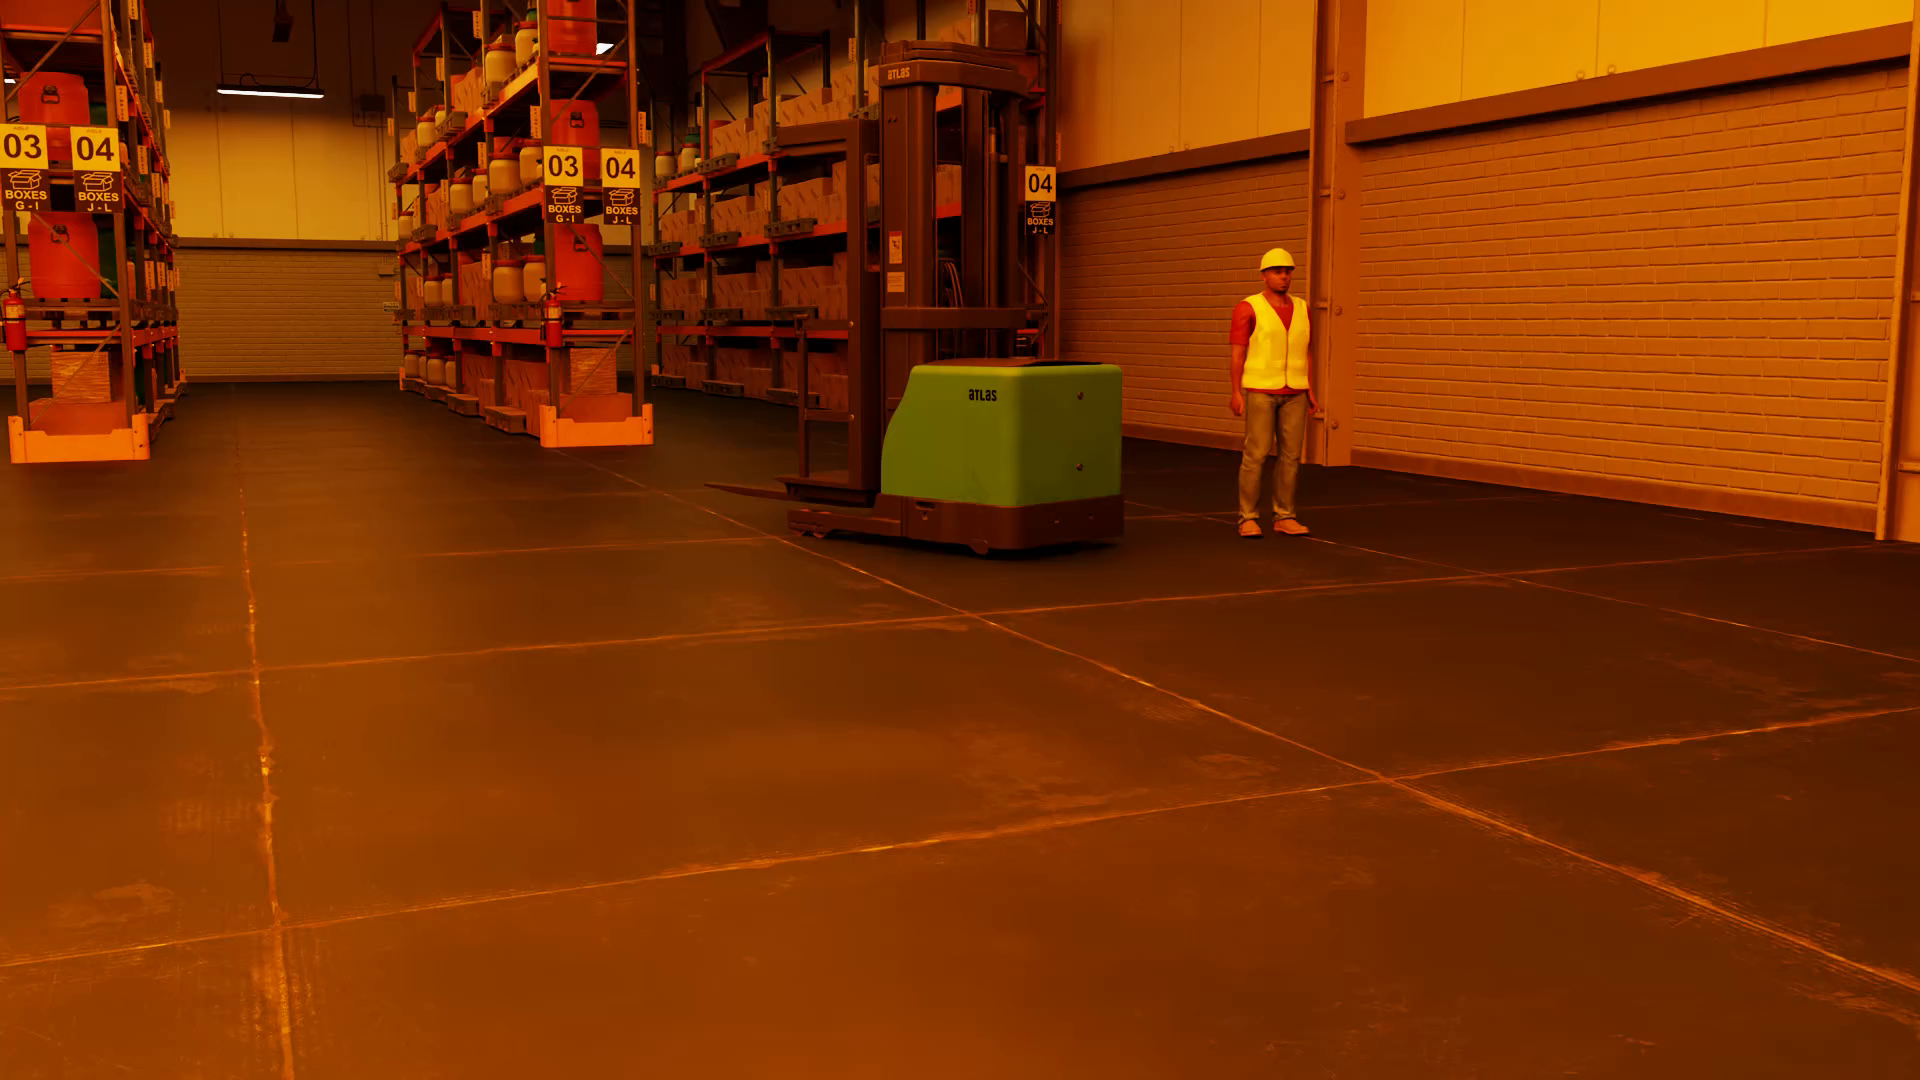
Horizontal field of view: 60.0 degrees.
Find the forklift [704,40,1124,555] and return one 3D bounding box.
[{"bbox_3d":[-0.436,-1.509,10.383,3.031,2.935,1.130,7,10,44],"label":"forklift"}]

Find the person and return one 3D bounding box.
[{"bbox_3d":[1.957,-0.910,10.300,0.585,1.771,0.361,-2,8,-17],"label":"person"}]
